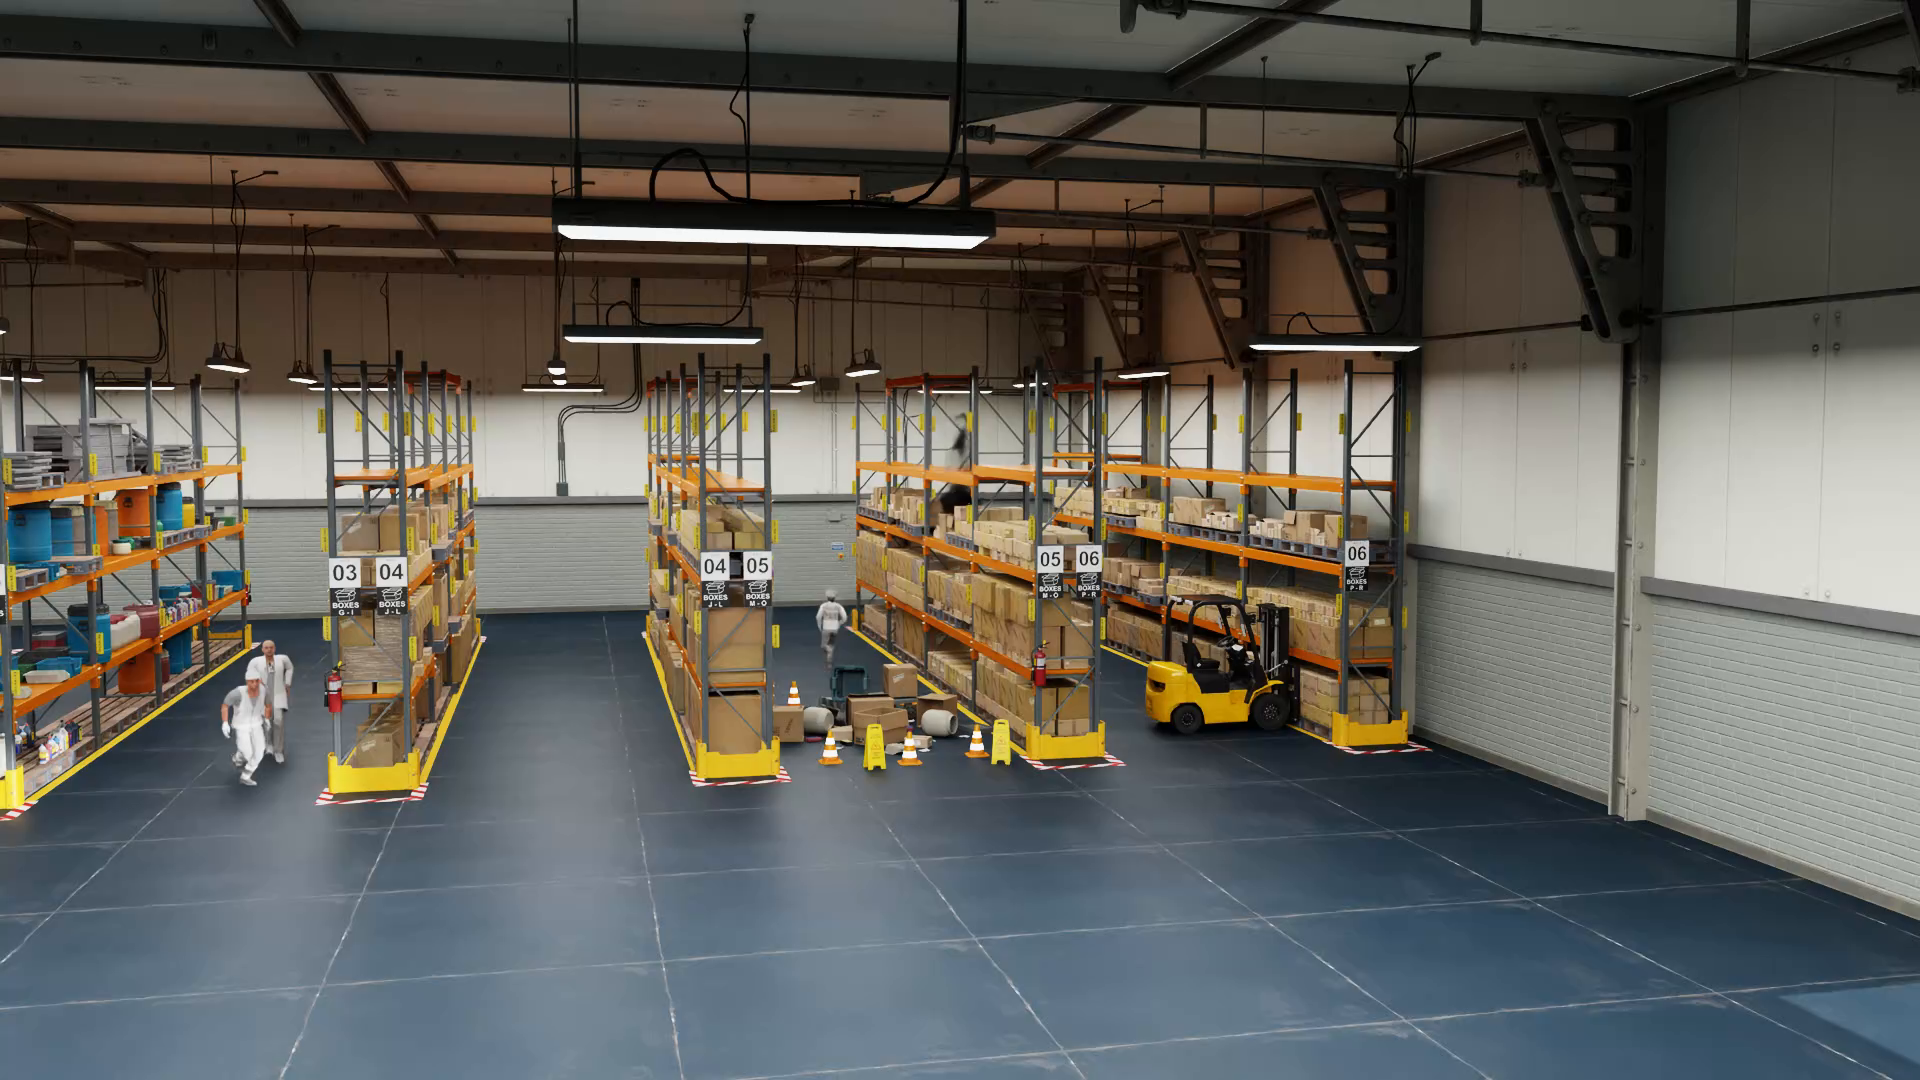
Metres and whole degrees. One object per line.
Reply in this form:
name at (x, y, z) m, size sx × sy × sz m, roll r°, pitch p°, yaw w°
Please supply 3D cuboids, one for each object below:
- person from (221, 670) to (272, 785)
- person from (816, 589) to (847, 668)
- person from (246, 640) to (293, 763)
person at (-9.872, 2.583, 23.015) m, size 0.662 × 1.639 × 0.789 m, roll -4°, pitch 5°, yaw -42°
person at (-2.629, 1.832, 33.968) m, size 0.637 × 1.667 × 0.647 m, roll -1°, pitch 4°, yaw -19°
person at (-10.303, 2.396, 24.823) m, size 0.640 × 1.835 × 0.908 m, roll -1°, pitch 4°, yaw -18°
